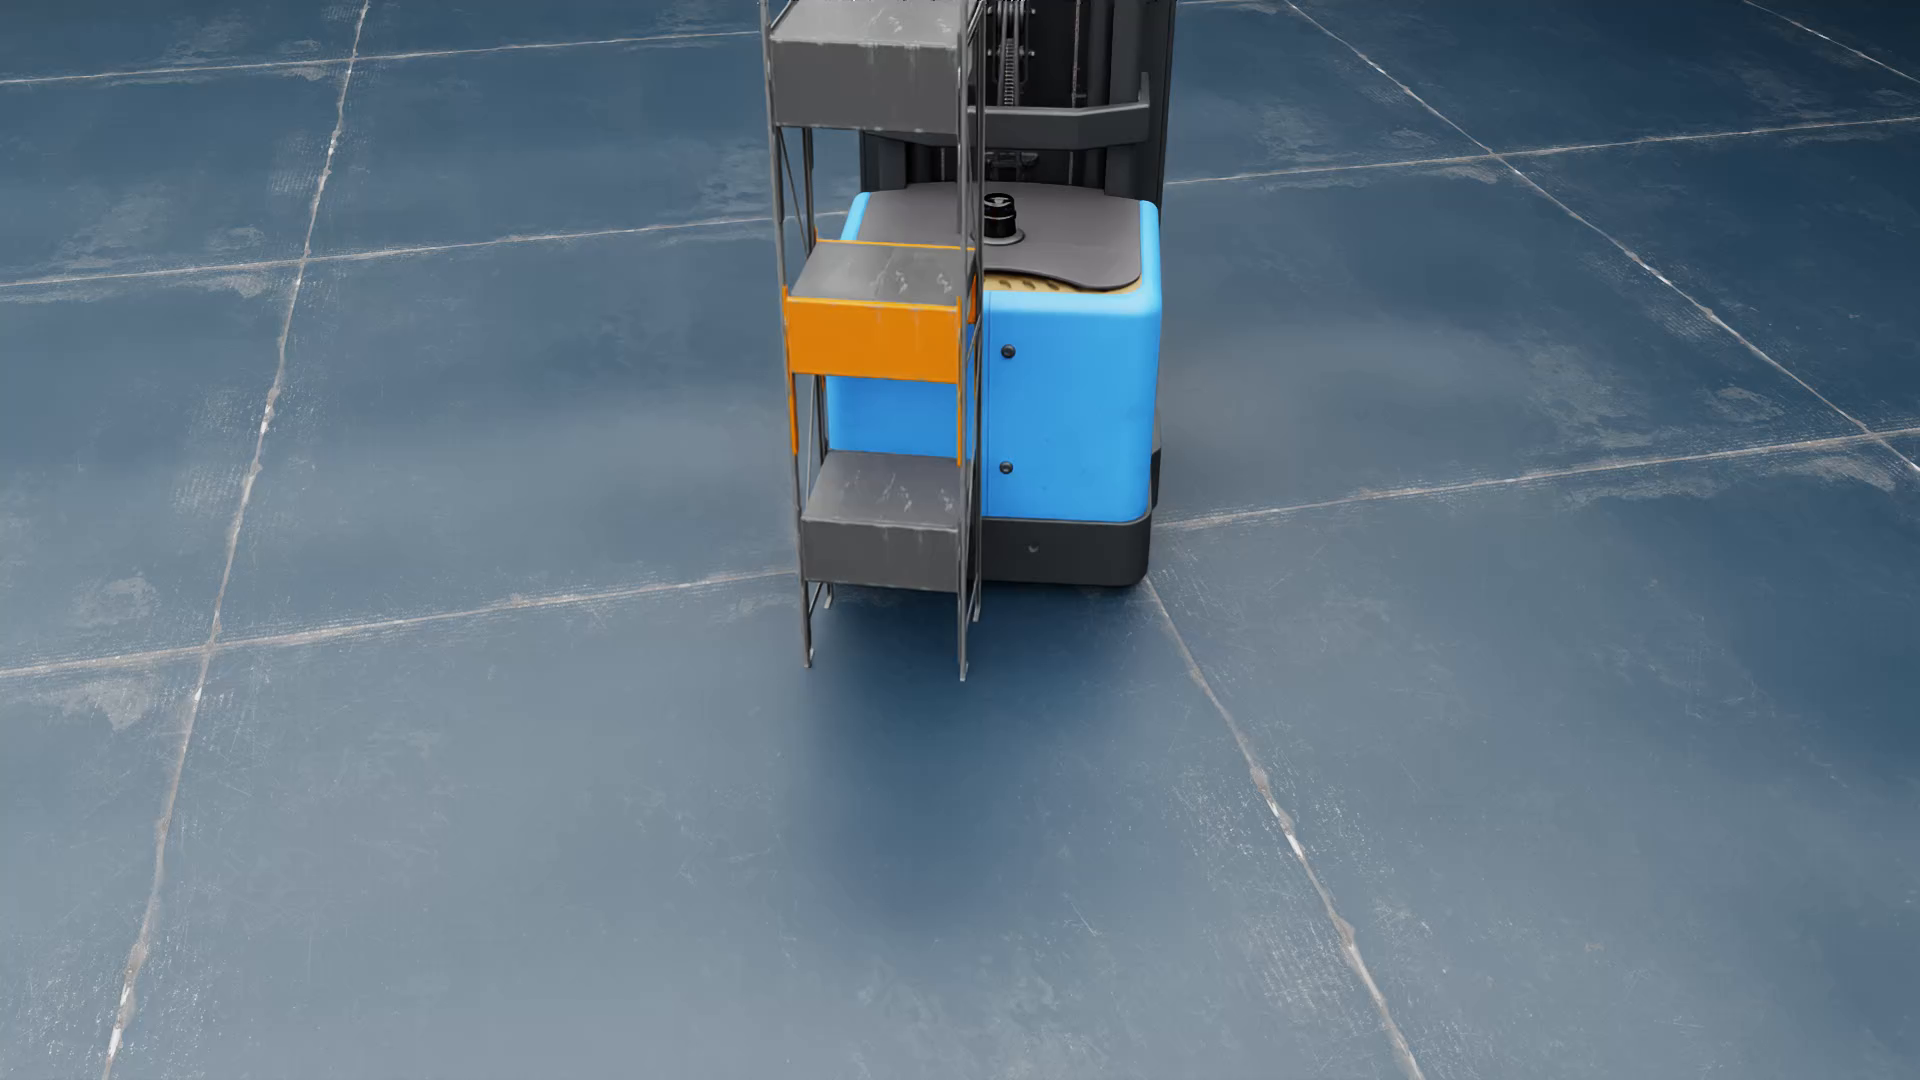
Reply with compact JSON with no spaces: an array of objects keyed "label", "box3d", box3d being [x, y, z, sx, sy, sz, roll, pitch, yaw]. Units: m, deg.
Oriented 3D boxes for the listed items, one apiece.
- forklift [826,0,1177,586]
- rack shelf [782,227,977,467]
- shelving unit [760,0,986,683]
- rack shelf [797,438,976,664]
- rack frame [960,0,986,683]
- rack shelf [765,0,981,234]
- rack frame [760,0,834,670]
[{"label":"forklift","box3d":[0.205,-1.867,5.901,1.130,2.935,3.031,3,34,4]},{"label":"rack shelf","box3d":[-0.208,-0.552,4.712,0.480,0.518,0.431,4,34,6]},{"label":"shelving unit","box3d":[-0.208,-0.563,4.704,0.503,2.100,0.431,4,34,6]},{"label":"rack shelf","box3d":[-0.208,0.030,5.102,0.480,0.518,0.431,4,34,6]},{"label":"rack frame","box3d":[0.034,-0.545,4.677,0.015,2.100,0.400,4,34,6]},{"label":"rack shelf","box3d":[-0.208,-1.133,4.322,0.480,0.518,0.431,4,34,6]},{"label":"rack frame","box3d":[-0.450,-0.581,4.732,0.015,2.100,0.400,4,34,6]}]
